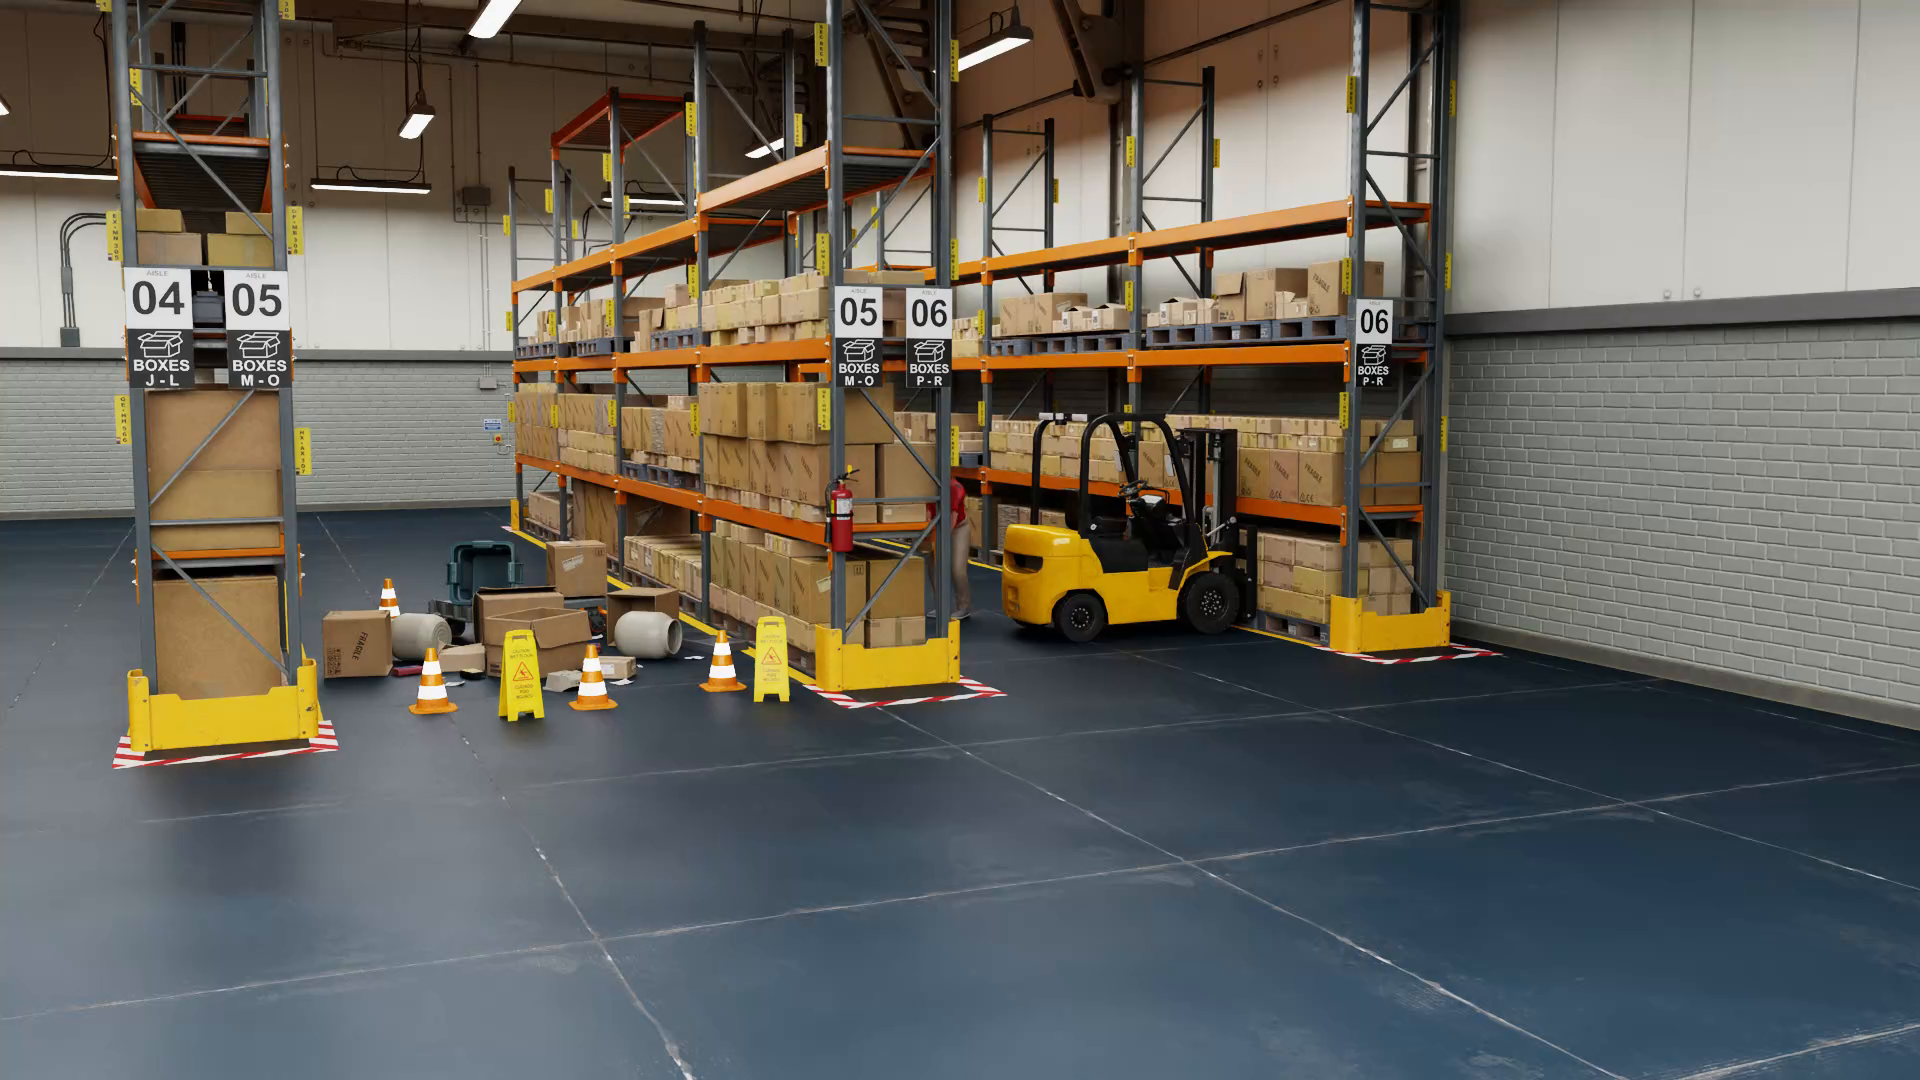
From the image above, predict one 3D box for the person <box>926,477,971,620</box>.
[{"bbox_3d":[-0.150,-0.013,17.279,0.490,1.683,0.608,4,7,37],"label":"person"}]
